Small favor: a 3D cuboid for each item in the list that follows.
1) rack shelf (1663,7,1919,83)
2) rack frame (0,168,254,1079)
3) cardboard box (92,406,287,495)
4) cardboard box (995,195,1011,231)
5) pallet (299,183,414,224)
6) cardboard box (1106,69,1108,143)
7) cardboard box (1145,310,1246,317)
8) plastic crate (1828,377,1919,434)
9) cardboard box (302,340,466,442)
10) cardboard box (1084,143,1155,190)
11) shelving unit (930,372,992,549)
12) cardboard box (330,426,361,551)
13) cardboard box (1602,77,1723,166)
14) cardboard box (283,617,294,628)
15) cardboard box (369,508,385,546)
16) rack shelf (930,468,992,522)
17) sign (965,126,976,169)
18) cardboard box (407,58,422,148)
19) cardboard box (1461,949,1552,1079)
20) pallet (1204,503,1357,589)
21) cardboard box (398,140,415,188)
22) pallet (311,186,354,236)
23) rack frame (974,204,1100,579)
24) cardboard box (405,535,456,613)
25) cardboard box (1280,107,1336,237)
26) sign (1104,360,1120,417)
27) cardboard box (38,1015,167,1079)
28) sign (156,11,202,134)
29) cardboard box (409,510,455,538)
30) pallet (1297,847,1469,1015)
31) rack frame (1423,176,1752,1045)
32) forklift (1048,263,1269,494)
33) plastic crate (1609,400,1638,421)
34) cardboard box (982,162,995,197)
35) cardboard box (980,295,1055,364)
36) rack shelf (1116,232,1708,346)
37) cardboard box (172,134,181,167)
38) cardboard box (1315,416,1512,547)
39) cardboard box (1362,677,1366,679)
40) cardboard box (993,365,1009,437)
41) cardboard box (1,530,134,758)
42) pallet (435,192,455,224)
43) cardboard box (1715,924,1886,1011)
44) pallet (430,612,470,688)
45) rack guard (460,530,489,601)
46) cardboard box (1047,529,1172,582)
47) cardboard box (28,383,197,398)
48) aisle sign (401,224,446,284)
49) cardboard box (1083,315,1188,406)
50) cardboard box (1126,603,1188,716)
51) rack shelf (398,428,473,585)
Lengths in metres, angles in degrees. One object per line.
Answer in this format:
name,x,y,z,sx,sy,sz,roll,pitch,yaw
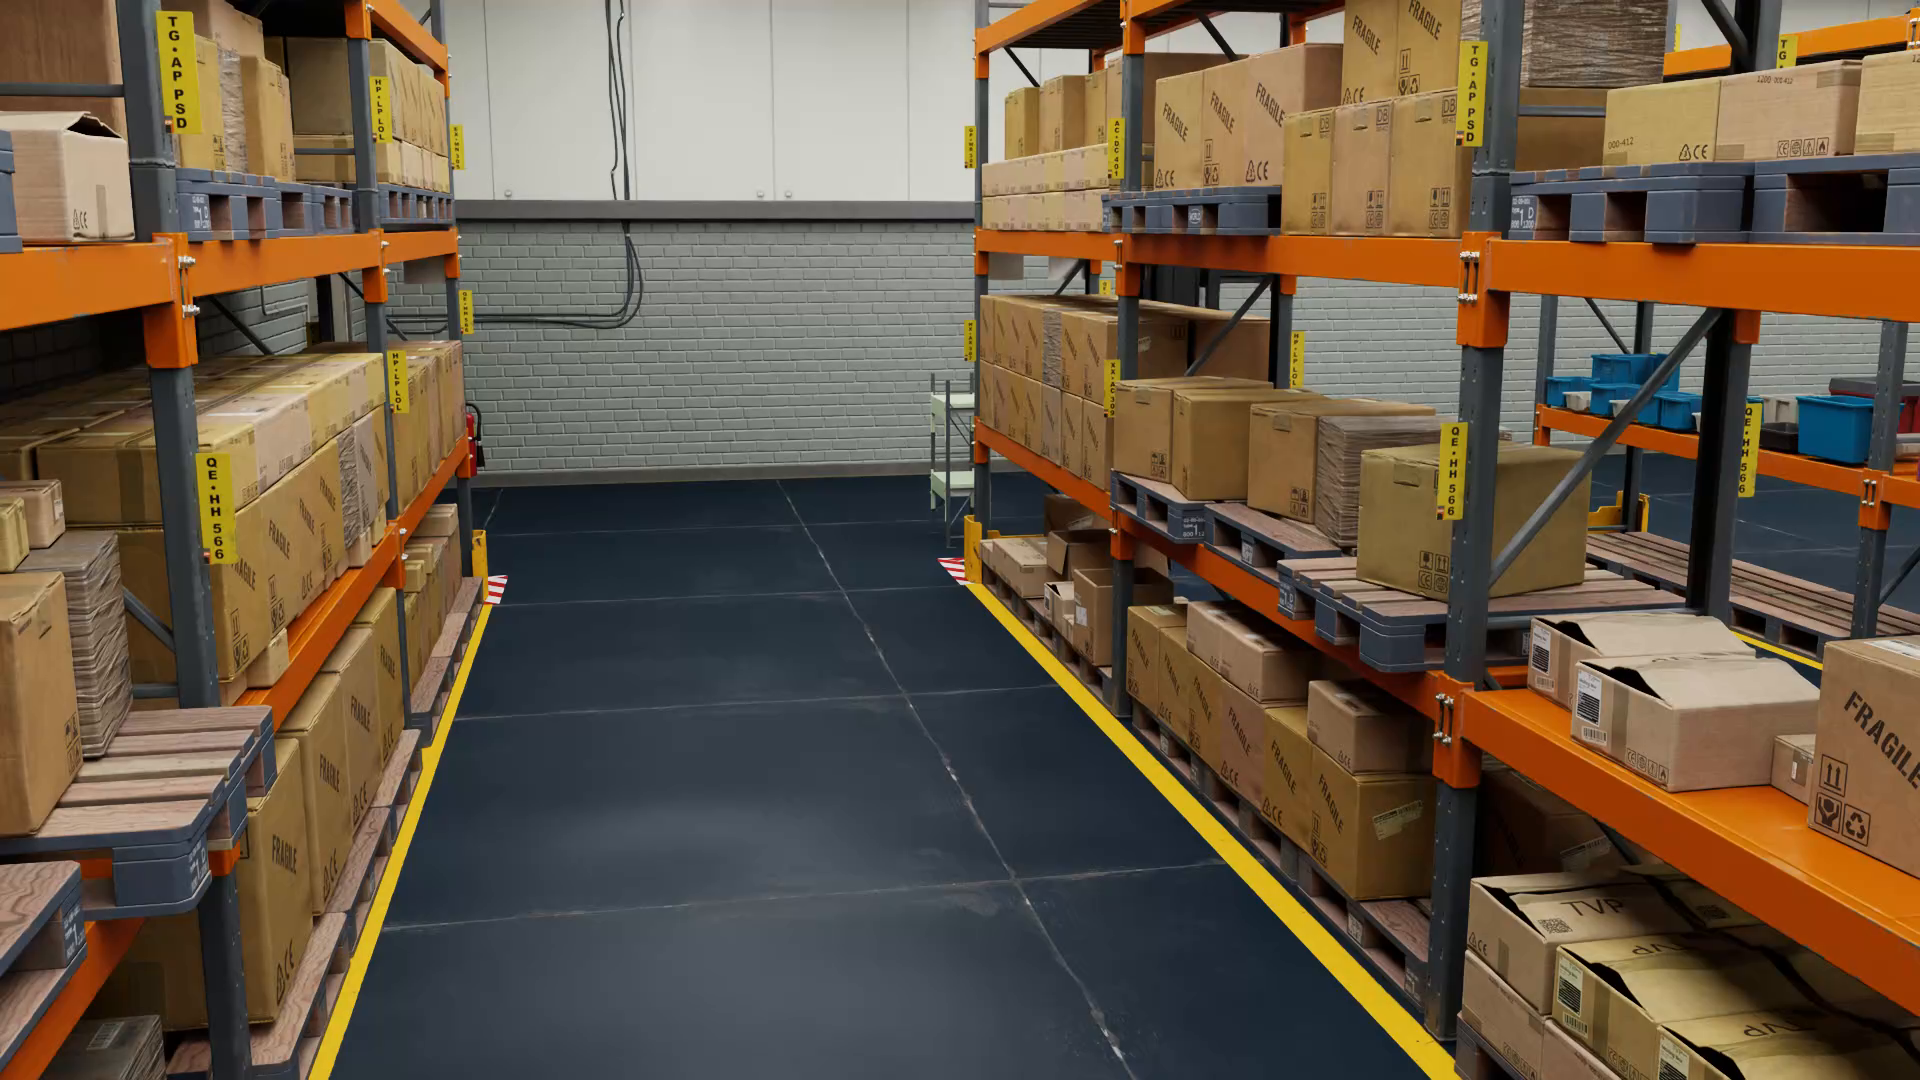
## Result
rack shelf,5.866,-3.397,12.022,1.077,0.370,4.000,-2,11,-11
rack frame,-2.685,0.461,4.804,1.000,3.000,0.127,-2,11,-11
cardboard box,-2.626,-0.303,5.699,0.500,0.250,0.500,-2,11,-12
cardboard box,0.552,-2.391,12.168,0.500,0.250,0.500,-2,11,-11
pallet,-3.612,-1.853,9.176,1.003,0.211,1.213,-2,11,-11
cardboard box,1.305,-2.652,10.195,0.700,0.500,0.500,-2,11,-11
cardboard box,1.479,-1.185,10.510,0.500,0.500,0.500,-2,11,-13
plastic crate,6.327,-0.866,11.448,0.402,0.464,0.583,-2,11,-11
cardboard box,-4.132,-1.060,11.995,0.980,0.700,0.700,-2,11,-8
cardboard box,1.034,-2.178,9.712,0.500,0.250,0.500,-2,11,-11
shelving unit,0.001,-0.736,15.103,0.431,1.500,0.755,-2,11,-11
cardboard box,-2.928,-0.216,7.247,0.500,0.500,0.500,-2,11,-11
cardboard box,2.317,-1.244,5.021,0.500,0.250,0.500,-3,11,-15
cardboard box,-2.800,0.271,6.421,0.380,0.149,0.250,-2,11,-10
cardboard box,-3.048,-0.062,8.169,0.380,0.149,0.250,-2,11,-10
rack shelf,0.001,-0.415,15.164,0.431,0.370,0.720,-2,11,-11
sign,0.085,-3.070,12.996,0.100,0.325,0.005,-2,11,-11
cardboard box,-3.534,-2.621,9.982,0.500,0.500,0.500,-2,11,-11
cardboard box,1.987,1.532,5.411,0.500,0.250,0.500,-2,11,-11
pallet,1.790,0.018,7.645,1.003,0.211,1.213,-2,11,-11
cardboard box,-3.424,-2.158,9.553,0.500,0.250,0.500,-2,11,-12
pallet,-3.237,-1.485,7.521,0.805,0.209,1.217,-3,11,-13
rack frame,0.617,-1.187,13.462,1.000,3.000,0.127,-2,11,-11
cardboard box,-3.910,0.232,11.569,0.700,0.500,0.500,-2,11,-11
cardboard box,1.855,-1.510,6.870,0.910,0.500,0.500,-2,11,-11
sign,0.864,-0.857,9.416,0.100,0.325,0.005,-2,11,-11
cardboard box,-2.494,1.603,4.312,0.700,0.500,0.500,-2,11,-10
sign,-2.153,-1.285,4.576,0.100,0.325,0.005,-2,11,-11
cardboard box,-3.753,-0.114,11.656,0.380,0.149,0.250,-2,11,-9
pallet,2.065,1.512,6.741,1.003,0.211,1.213,-2,11,-11
rack frame,2.173,0.281,5.754,1.000,3.000,0.127,-2,11,-11
forklift,2.417,-1.581,15.718,3.031,2.935,1.130,-3,11,-13
plastic crate,5.315,-1.023,13.145,0.250,0.136,0.298,-2,11,-11
cardboard box,0.462,-2.728,12.604,0.500,0.250,0.500,-2,11,-11
cardboard box,0.445,-1.636,12.882,0.500,0.500,0.500,-2,11,-9
rack shelf,1.784,-1.206,7.468,1.077,0.370,4.000,-2,11,-11
cardboard box,-2.991,-1.460,5.429,0.700,0.500,0.500,-3,11,-14
cardboard box,1.949,-0.261,7.208,0.700,0.500,0.500,0,11,0
cardboard box,2.058,0.915,7.929,0.500,0.500,0.500,-3,11,-13
cardboard box,0.550,-1.050,12.479,0.500,0.500,0.500,-2,11,-12
cardboard box,-2.584,0.282,4.302,0.700,0.500,0.500,-3,11,-18
pallet,-4.087,-2.300,11.527,1.003,0.211,1.213,-2,11,-11
cardboard box,2.624,1.332,4.962,0.500,0.311,0.500,-2,11,-12
pallet,-3.775,0.731,10.844,1.003,0.211,1.213,-2,11,-11
rack guard,-4.246,0.218,12.769,1.175,0.500,0.348,-2,11,-11
cardboard box,1.025,0.213,11.610,0.797,0.503,0.637,-2,11,-11
cardboard box,-3.321,-0.469,6.567,0.500,0.250,0.500,-2,11,-12
aisle sign,-3.961,-2.307,12.396,0.394,0.787,0.004,-2,11,-11
cardboard box,1.043,-1.077,9.943,0.500,0.500,0.500,-2,11,-11
cardboard box,1.250,0.656,9.288,0.500,0.500,0.500,-3,11,-14
rack shelf,-3.852,-0.286,10.652,1.077,0.370,4.000,-2,11,-11
